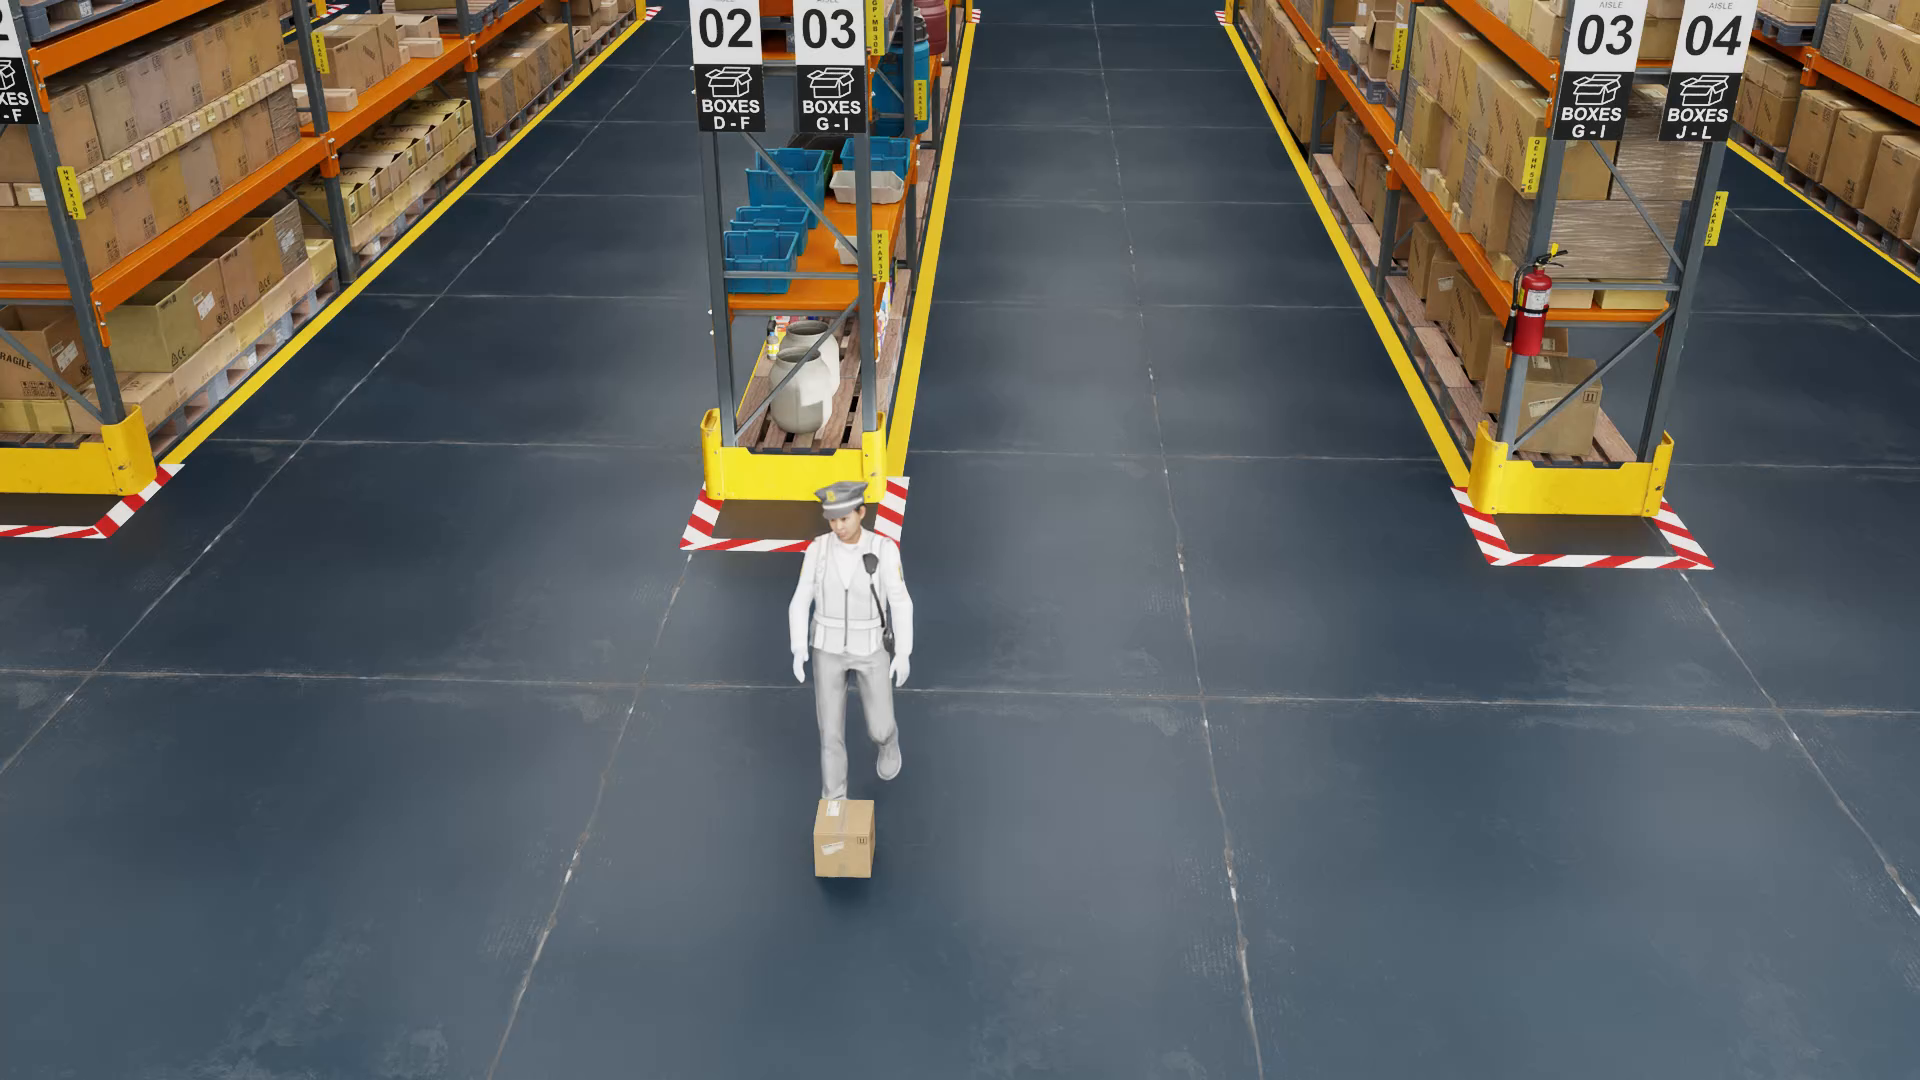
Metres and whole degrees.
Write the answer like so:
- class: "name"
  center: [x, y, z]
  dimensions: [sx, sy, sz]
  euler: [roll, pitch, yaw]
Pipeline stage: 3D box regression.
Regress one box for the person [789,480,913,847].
- class: "person"
  center: [-0.510, 0.547, 7.597]
  dimensions: [0.561, 1.622, 0.793]
  euler: [3, 28, 6]
